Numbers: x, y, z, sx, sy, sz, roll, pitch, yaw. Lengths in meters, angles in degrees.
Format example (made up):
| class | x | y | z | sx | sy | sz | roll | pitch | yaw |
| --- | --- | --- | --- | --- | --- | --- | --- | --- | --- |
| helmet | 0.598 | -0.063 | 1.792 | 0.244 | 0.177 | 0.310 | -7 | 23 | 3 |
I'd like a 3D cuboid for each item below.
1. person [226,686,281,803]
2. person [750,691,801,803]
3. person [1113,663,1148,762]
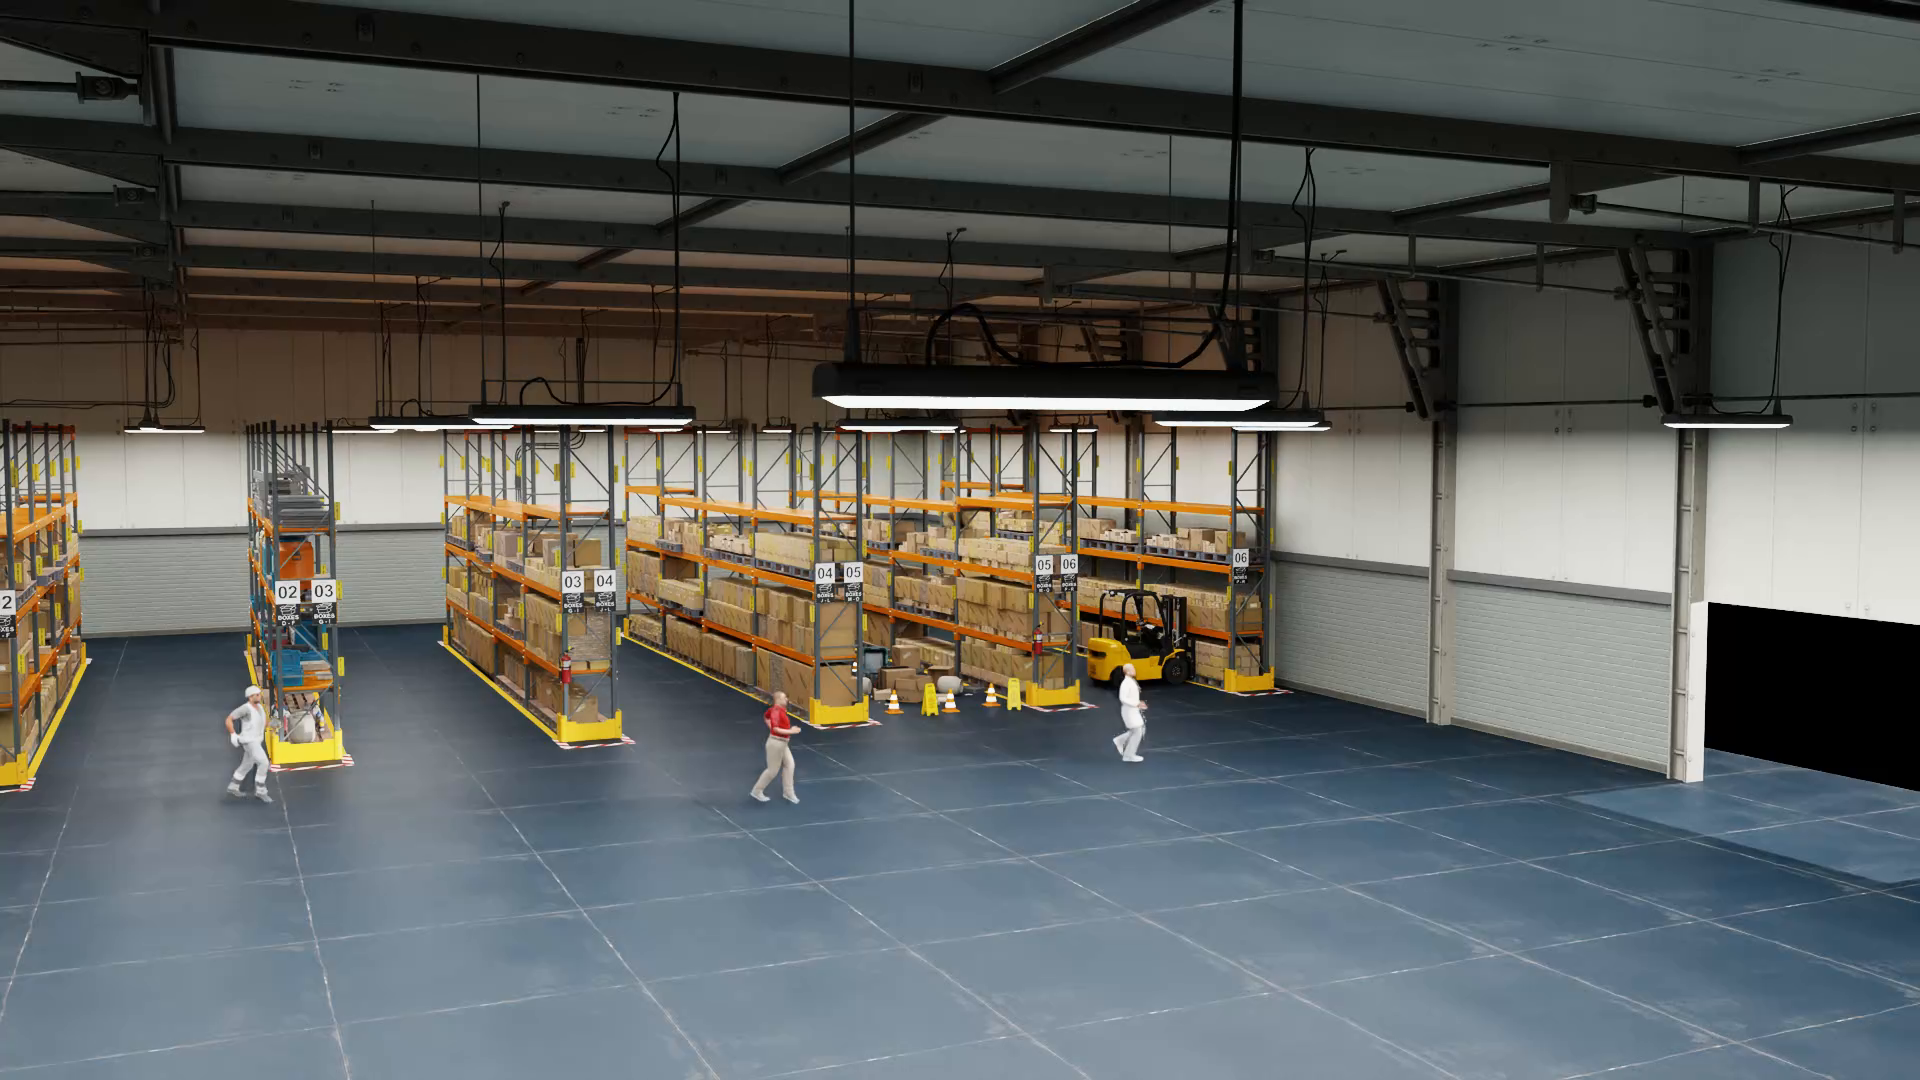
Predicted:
| class | x | y | z | sx | sy | sz | roll | pitch | yaw |
| --- | --- | --- | --- | --- | --- | --- | --- | --- | --- |
| person | -11.065 | 3.197 | 25.989 | 0.877 | 1.842 | 0.644 | 0 | 4 | 0 |
| person | -2.866 | 3.254 | 25.894 | 0.795 | 1.805 | 0.678 | 0 | 4 | 0 |
| person | 3.003 | 3.027 | 29.229 | 0.663 | 1.726 | 0.706 | 1 | 4 | 16 |
